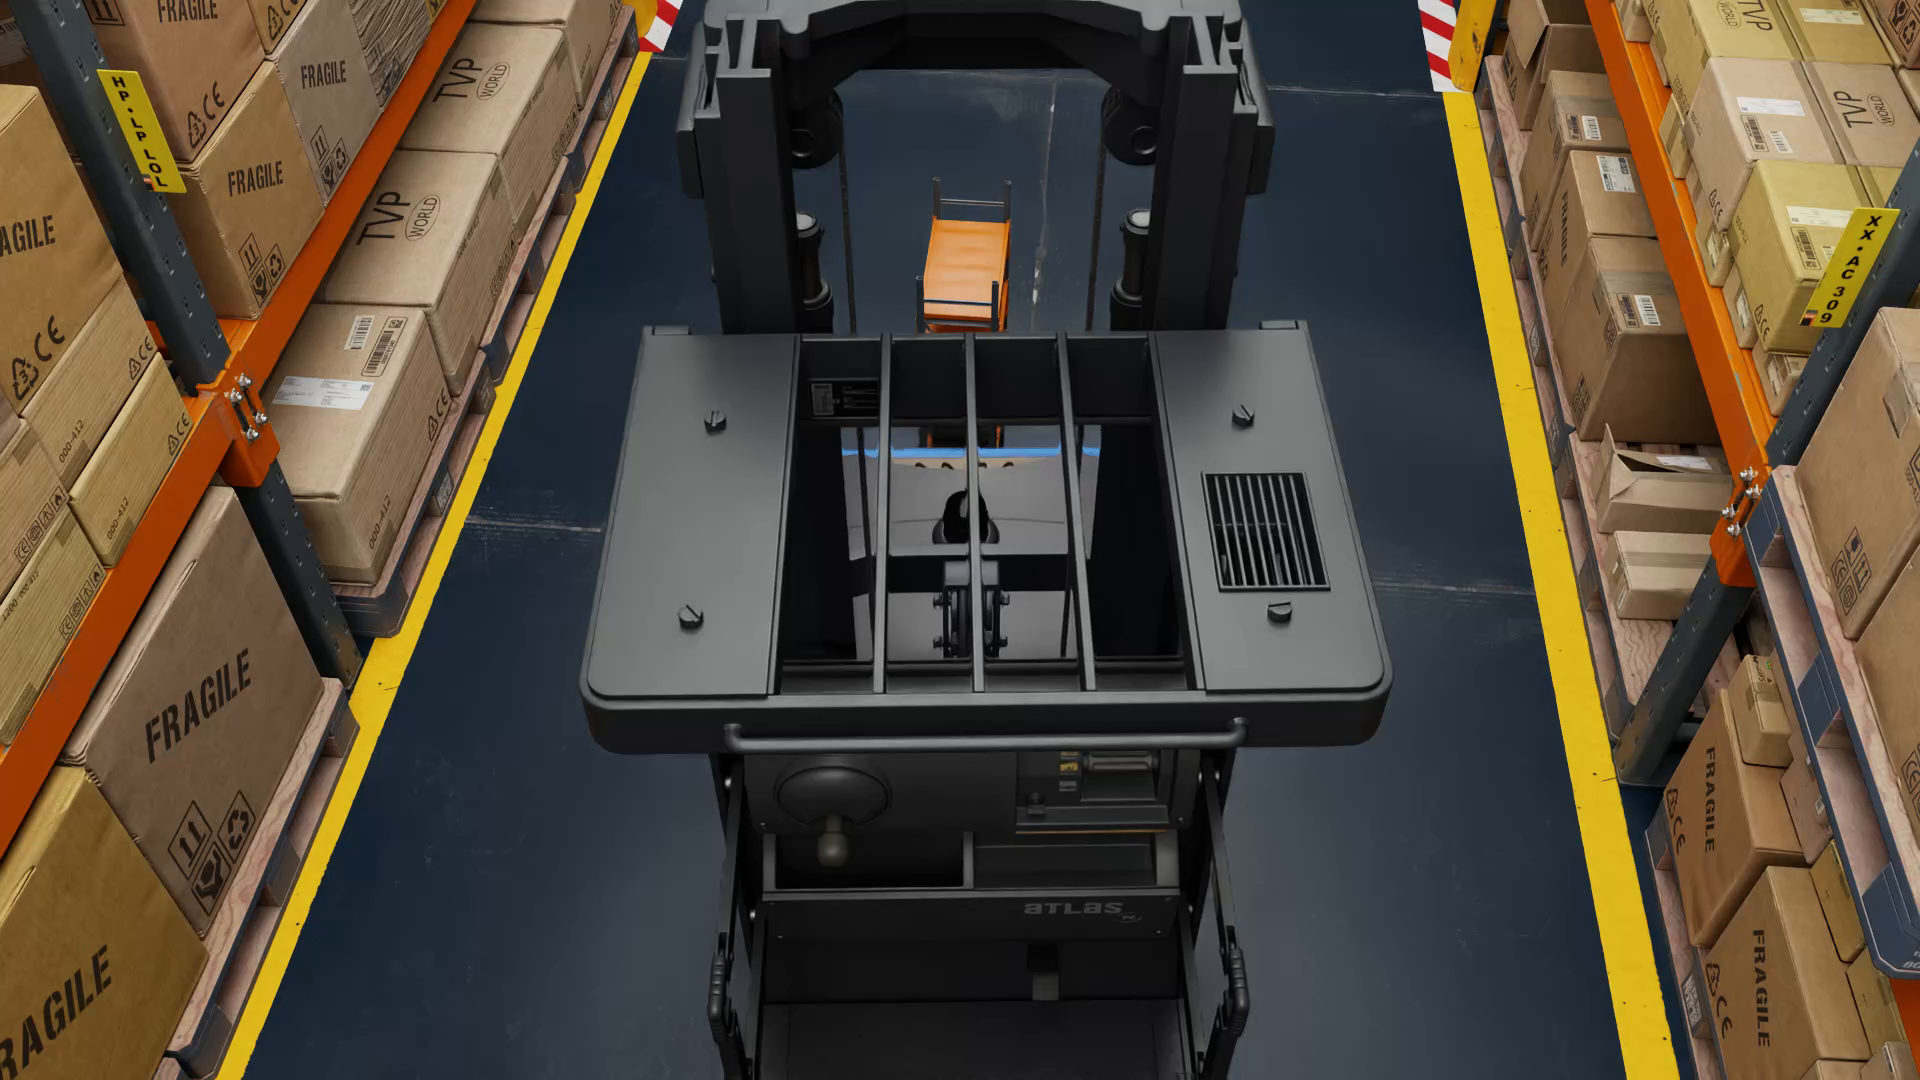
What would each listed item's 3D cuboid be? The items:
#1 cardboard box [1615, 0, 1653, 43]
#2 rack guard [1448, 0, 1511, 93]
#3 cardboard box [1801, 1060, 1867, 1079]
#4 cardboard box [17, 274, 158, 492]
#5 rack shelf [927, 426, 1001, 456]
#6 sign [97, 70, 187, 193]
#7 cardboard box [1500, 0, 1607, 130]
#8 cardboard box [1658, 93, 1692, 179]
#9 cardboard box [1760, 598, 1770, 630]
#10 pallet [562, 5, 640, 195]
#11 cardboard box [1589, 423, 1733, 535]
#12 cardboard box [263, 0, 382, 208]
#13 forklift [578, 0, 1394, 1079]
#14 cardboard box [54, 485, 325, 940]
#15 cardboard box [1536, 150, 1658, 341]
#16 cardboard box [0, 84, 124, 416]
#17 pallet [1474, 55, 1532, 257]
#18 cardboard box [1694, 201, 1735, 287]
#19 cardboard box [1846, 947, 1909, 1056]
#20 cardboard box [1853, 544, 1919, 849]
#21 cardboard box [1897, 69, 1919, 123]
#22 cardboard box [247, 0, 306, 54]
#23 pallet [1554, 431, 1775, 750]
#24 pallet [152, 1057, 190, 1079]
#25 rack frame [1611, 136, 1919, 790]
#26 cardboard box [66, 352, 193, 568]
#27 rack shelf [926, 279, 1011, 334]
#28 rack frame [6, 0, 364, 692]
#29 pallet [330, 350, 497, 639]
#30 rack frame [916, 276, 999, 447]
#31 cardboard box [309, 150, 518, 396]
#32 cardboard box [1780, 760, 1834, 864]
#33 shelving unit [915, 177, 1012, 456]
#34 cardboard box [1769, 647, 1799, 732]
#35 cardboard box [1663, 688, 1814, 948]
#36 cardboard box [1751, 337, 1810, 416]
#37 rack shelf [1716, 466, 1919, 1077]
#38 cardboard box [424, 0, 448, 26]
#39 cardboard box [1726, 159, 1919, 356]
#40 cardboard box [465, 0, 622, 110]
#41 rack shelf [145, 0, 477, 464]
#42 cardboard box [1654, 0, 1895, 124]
[{"bbox_3d":[2.400,-1.769,5.505,0.380,0.149,0.250,5,48,4],"label":"cardboard box"},{"bbox_3d":[2.867,-2.316,7.529,1.175,0.500,0.348,4,48,4],"label":"rack guard"},{"bbox_3d":[2.152,1.525,3.732,0.500,0.500,0.500,3,48,2],"label":"cardboard box"},{"bbox_3d":[-2.233,-0.385,3.832,0.500,0.250,0.500,4,48,3],"label":"cardboard box"},{"bbox_3d":[0.015,-0.347,5.615,0.258,0.148,0.480,4,48,4],"label":"rack shelf"},{"bbox_3d":[-1.893,-0.941,3.847,0.100,0.325,0.005,4,48,4],"label":"sign"},{"bbox_3d":[2.723,-2.071,7.019,0.797,0.503,0.637,2,48,2],"label":"cardboard box"},{"bbox_3d":[2.334,-1.208,4.992,0.380,0.149,0.250,3,48,3],"label":"cardboard box"},{"bbox_3d":[2.804,0.020,5.236,0.500,0.311,0.500,5,48,5],"label":"cardboard box"},{"bbox_3d":[-2.065,-2.012,7.447,1.003,0.211,1.213,4,48,4],"label":"pallet"},{"bbox_3d":[2.300,-0.186,5.456,0.396,0.266,0.258,5,48,5],"label":"cardboard box"},{"bbox_3d":[-2.081,-1.337,4.872,0.500,0.500,0.500,4,48,4],"label":"cardboard box"},{"bbox_3d":[0.030,0.566,3.246,1.130,2.935,3.031,-1,48,-1],"label":"forklift"},{"bbox_3d":[-2.411,0.430,4.480,0.875,0.875,0.875,5,48,5],"label":"cardboard box"},{"bbox_3d":[2.459,-1.063,6.099,0.500,0.500,0.500,5,48,4],"label":"cardboard box"},{"bbox_3d":[-2.225,-0.633,3.551,0.500,0.500,0.500,5,48,5],"label":"cardboard box"},{"bbox_3d":[2.795,-1.632,7.100,1.003,0.211,1.213,4,48,4],"label":"pallet"},{"bbox_3d":[2.288,-0.828,4.644,0.380,0.149,0.250,5,48,5],"label":"cardboard box"},{"bbox_3d":[2.240,1.053,3.724,0.380,0.149,0.250,3,48,3],"label":"cardboard box"},{"bbox_3d":[2.195,0.270,3.118,0.700,0.500,0.500,4,48,4],"label":"cardboard box"},{"bbox_3d":[2.862,-1.040,4.569,0.500,0.250,0.500,3,48,3],"label":"cardboard box"},{"bbox_3d":[-2.098,-1.682,4.511,0.500,0.500,0.500,3,48,3],"label":"cardboard box"},{"bbox_3d":[2.572,0.161,5.460,1.003,0.211,1.213,4,48,4],"label":"pallet"},{"bbox_3d":[-2.538,1.805,3.956,1.003,0.211,1.213,4,48,4],"label":"pallet"},{"bbox_3d":[2.509,-0.276,3.969,1.000,3.000,0.127,4,48,4],"label":"rack frame"},{"bbox_3d":[-2.224,-0.210,4.010,0.500,0.250,0.500,3,48,3],"label":"cardboard box"},{"bbox_3d":[0.015,-0.632,5.303,0.258,0.148,0.480,4,48,4],"label":"rack shelf"},{"bbox_3d":[-2.434,-0.607,4.272,1.000,3.000,0.127,4,48,4],"label":"rack frame"},{"bbox_3d":[-2.287,-0.219,5.807,1.003,0.211,1.213,4,48,4],"label":"pallet"},{"bbox_3d":[-0.007,-0.347,5.255,0.240,1.200,0.015,4,48,4],"label":"rack frame"},{"bbox_3d":[-2.189,-0.996,6.080,0.875,0.438,0.875,3,48,2],"label":"cardboard box"},{"bbox_3d":[2.263,0.662,4.082,0.380,0.149,0.250,3,48,2],"label":"cardboard box"},{"bbox_3d":[0.015,-0.527,5.419,0.258,1.200,0.503,4,48,4],"label":"shelving unit"},{"bbox_3d":[2.272,0.357,4.159,0.380,0.149,0.250,3,48,3],"label":"cardboard box"},{"bbox_3d":[2.241,0.767,4.425,0.500,0.500,0.500,6,48,5],"label":"cardboard box"},{"bbox_3d":[2.286,-0.442,4.292,0.380,0.149,0.250,4,48,4],"label":"cardboard box"},{"bbox_3d":[2.327,1.437,2.891,1.077,0.370,4.000,4,48,4],"label":"rack shelf"},{"bbox_3d":[-1.982,-2.081,5.553,0.500,0.500,0.500,5,48,5],"label":"cardboard box"},{"bbox_3d":[2.312,-0.716,4.272,0.500,0.250,0.500,5,48,5],"label":"cardboard box"},{"bbox_3d":[-2.030,-2.331,7.301,0.875,0.438,0.875,2,48,2],"label":"cardboard box"},{"bbox_3d":[-2.252,-1.834,5.882,1.077,0.370,4.000,4,48,4],"label":"rack shelf"},{"bbox_3d":[2.402,-1.451,4.944,0.500,0.250,0.500,4,48,3],"label":"cardboard box"}]
